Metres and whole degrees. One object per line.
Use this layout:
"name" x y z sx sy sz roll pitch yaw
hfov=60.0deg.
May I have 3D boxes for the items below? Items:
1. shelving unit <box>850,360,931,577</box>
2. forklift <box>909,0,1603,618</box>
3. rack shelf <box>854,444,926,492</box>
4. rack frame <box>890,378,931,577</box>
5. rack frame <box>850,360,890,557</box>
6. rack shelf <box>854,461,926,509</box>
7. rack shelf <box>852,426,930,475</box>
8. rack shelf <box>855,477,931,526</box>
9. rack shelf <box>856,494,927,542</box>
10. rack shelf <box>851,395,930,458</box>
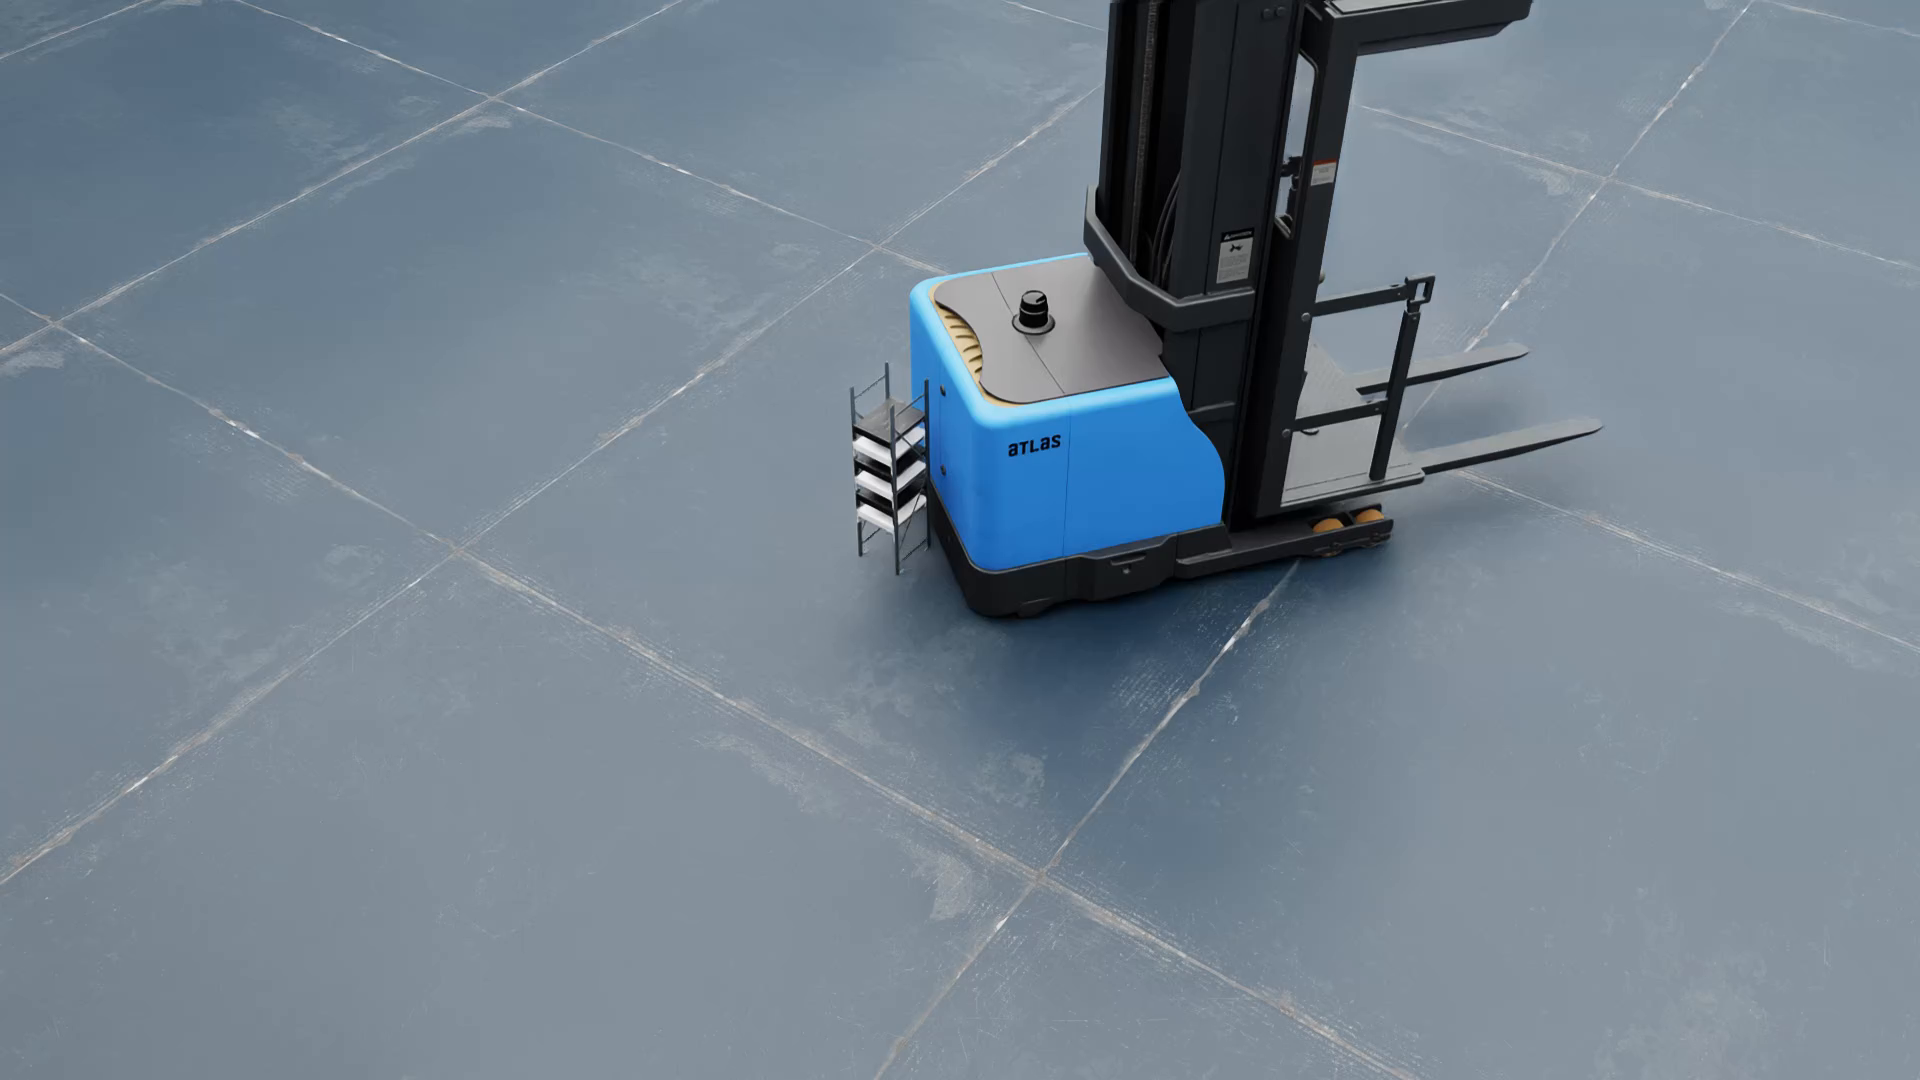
"shelving unit" -0.281 -0.285 6.894 0.210 0.900 0.258 27 48 27
"forklift" 1.354 -1.346 6.556 3.031 2.935 1.130 -12 43 -13
"rack shelf" -0.281 -0.328 6.856 0.200 0.077 0.258 27 48 27
"rack frame" -0.199 -0.245 6.848 0.006 0.900 0.240 27 48 27
"rack frame" -0.362 -0.326 6.940 0.006 0.900 0.240 27 48 27
"rack shelf" -0.281 -0.261 6.916 0.200 0.077 0.258 27 48 27
"rack shelf" -0.281 -0.395 6.796 0.200 0.077 0.258 27 48 27
"rack shelf" -0.281 -0.193 6.976 0.200 0.077 0.258 27 48 27
"rack shelf" -0.281 -0.126 7.036 0.200 0.077 0.258 27 48 27
"rack shelf" -0.281 -0.462 6.736 0.200 0.077 0.258 27 48 27
